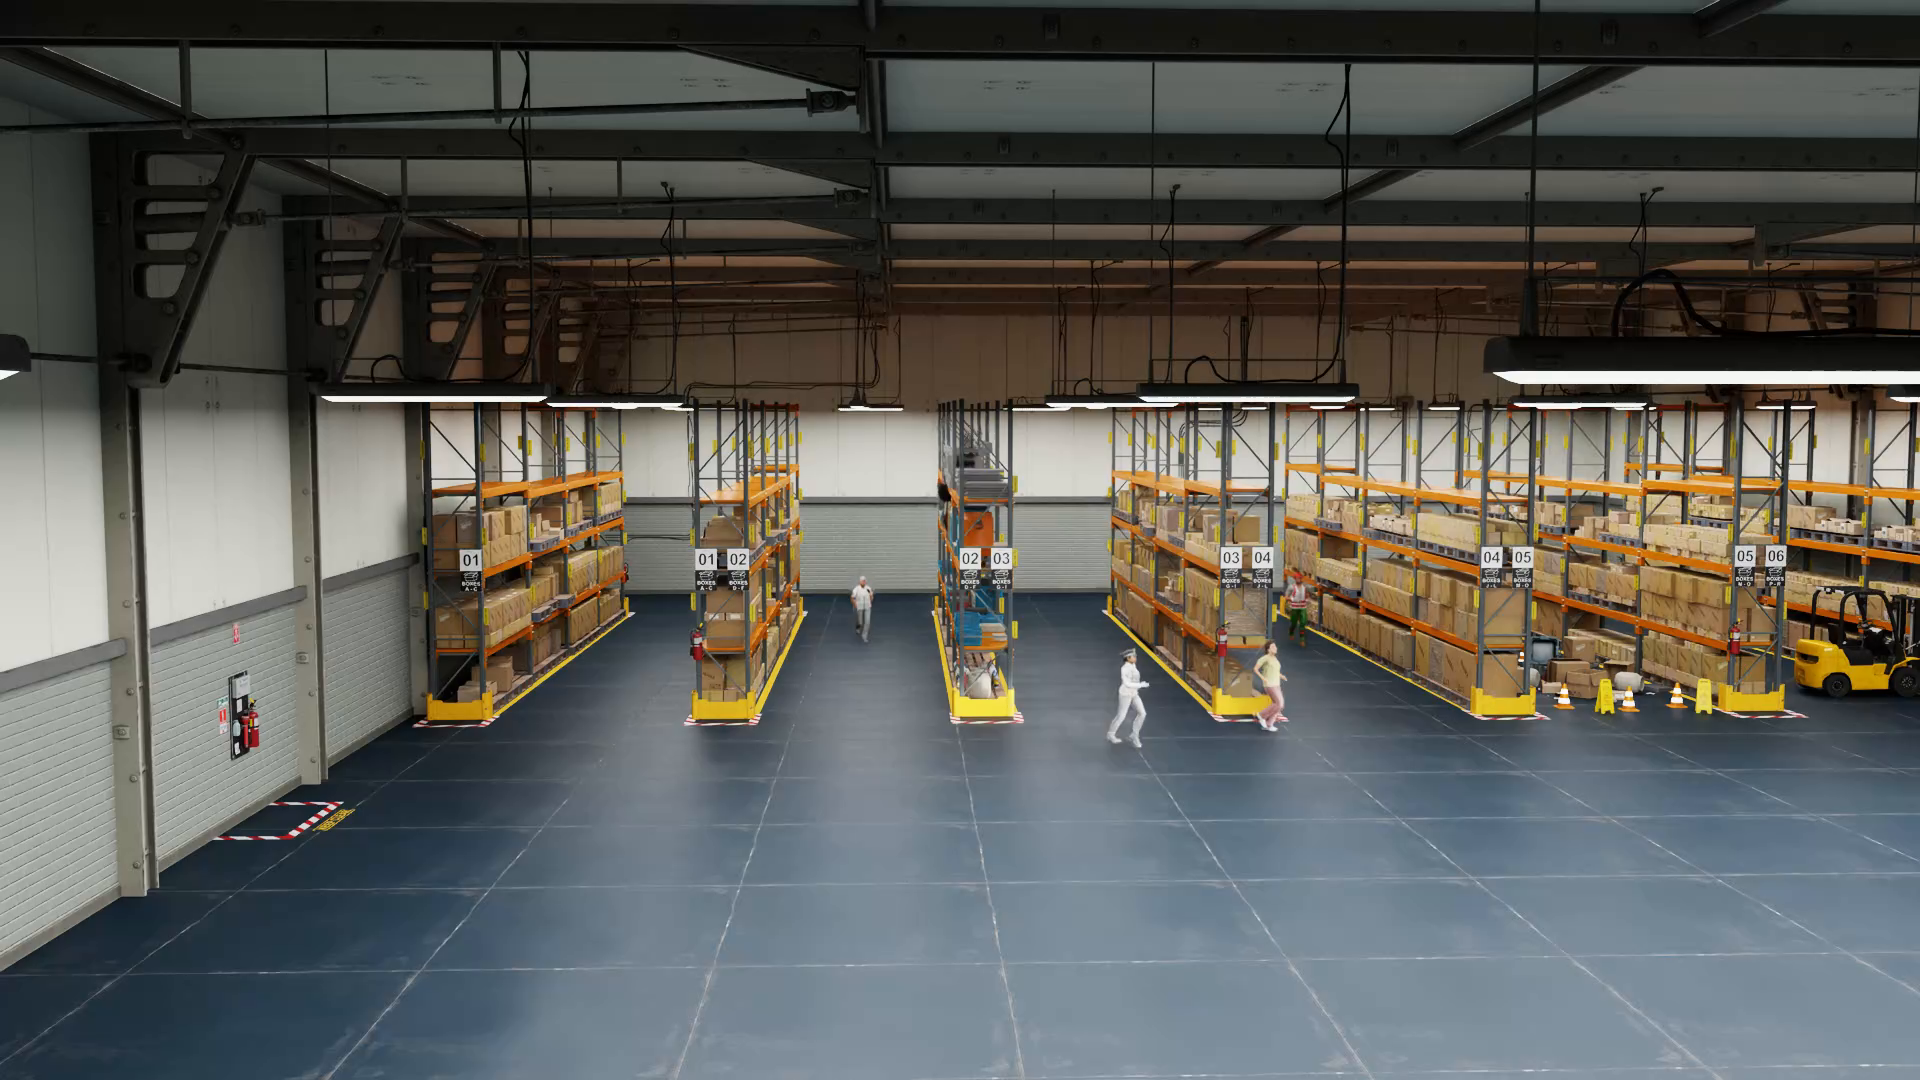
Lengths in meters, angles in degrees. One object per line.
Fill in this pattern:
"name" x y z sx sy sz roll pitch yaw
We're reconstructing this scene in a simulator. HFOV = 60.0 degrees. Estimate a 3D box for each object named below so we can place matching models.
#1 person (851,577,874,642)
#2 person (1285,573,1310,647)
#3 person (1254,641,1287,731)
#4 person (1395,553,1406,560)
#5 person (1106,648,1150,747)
"person" -2.457 1.737 41.992 0.608 1.643 0.685 -1 5 -16
"person" 8.328 1.697 40.976 0.656 1.786 0.987 0 4 -5
"person" 5.631 2.639 29.996 0.514 1.630 0.584 3 6 38
"person" 13.017 1.118 49.273 0.654 1.734 0.720 1 4 8
"person" 2.904 2.713 28.603 0.806 1.735 0.569 3 5 34
